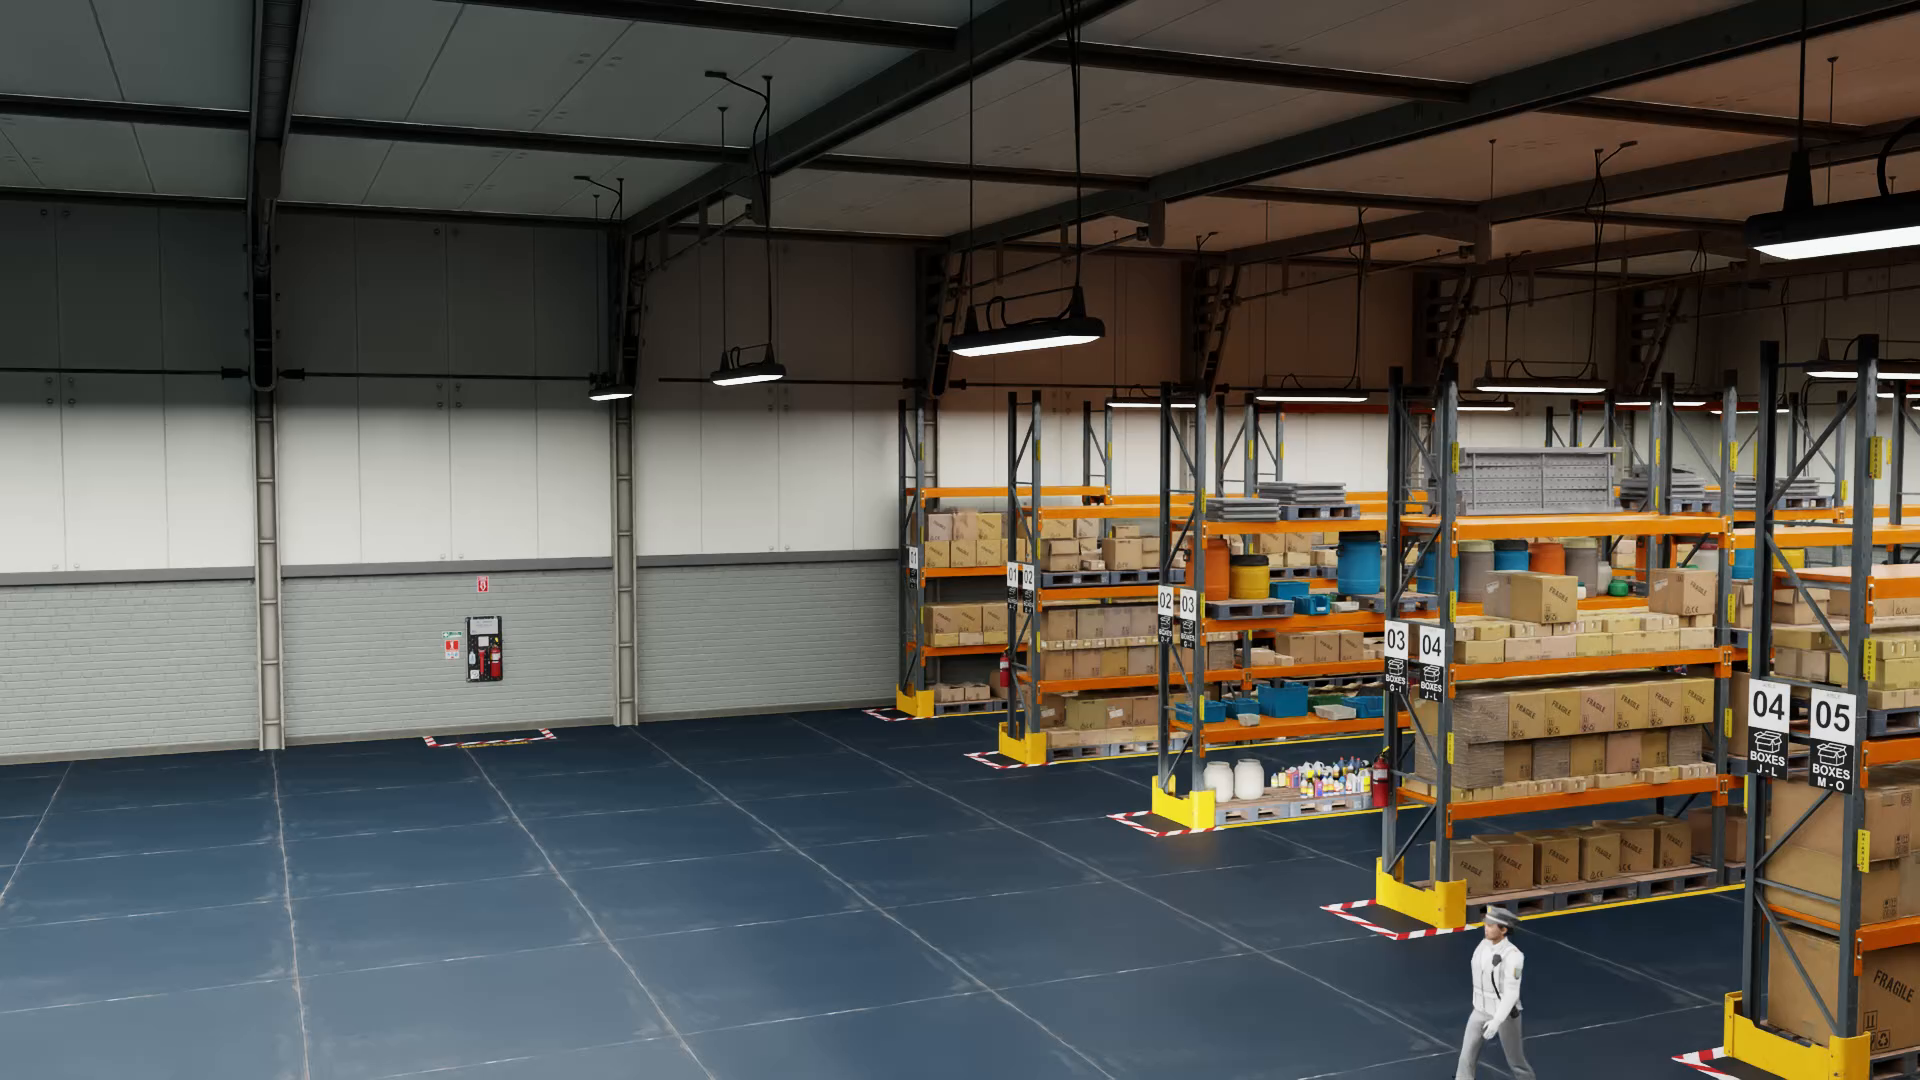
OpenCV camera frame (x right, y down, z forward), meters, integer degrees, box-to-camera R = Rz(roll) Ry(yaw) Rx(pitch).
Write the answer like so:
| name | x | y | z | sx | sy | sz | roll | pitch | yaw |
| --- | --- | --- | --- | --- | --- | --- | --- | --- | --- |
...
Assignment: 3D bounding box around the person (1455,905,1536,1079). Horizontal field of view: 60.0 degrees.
| name | x | y | z | sx | sy | sz | roll | pitch | yaw |
| --- | --- | --- | --- | --- | --- | --- | --- | --- | --- |
| person | 4.004 | 3.582 | 12.570 | 0.956 | 1.637 | 0.512 | -2 | 4 | -27 |
